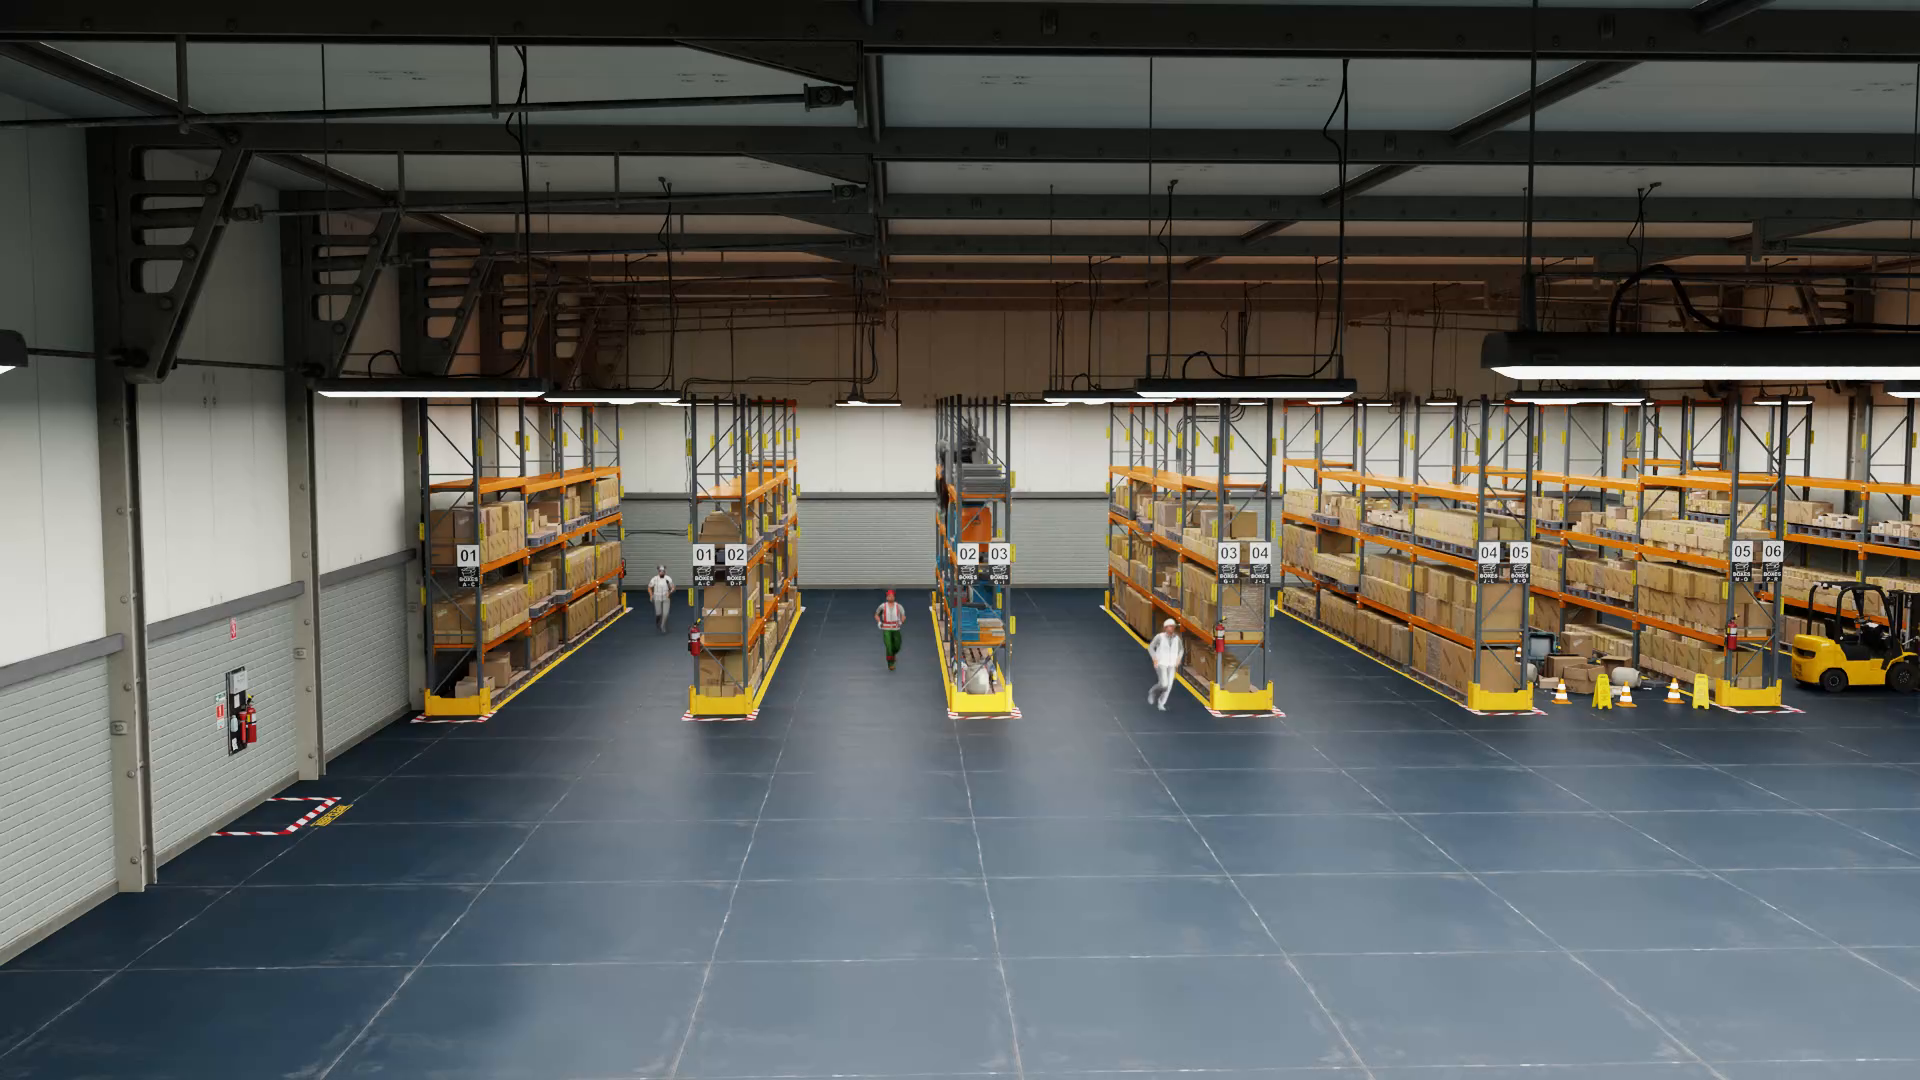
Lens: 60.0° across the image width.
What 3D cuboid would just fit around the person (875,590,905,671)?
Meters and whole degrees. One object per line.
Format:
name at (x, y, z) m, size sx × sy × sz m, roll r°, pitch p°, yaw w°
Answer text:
person at (-1.523, 1.974, 36.565) m, size 0.663 × 1.748 × 0.745 m, roll -1°, pitch 5°, yaw -10°

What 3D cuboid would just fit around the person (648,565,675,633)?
person at (-7.633, 1.510, 42.583) m, size 0.671 × 1.740 × 0.596 m, roll -1°, pitch 5°, yaw -15°

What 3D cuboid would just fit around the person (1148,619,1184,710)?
person at (3.968, 2.380, 31.779) m, size 0.663 × 1.751 × 0.560 m, roll -1°, pitch 5°, yaw -18°
